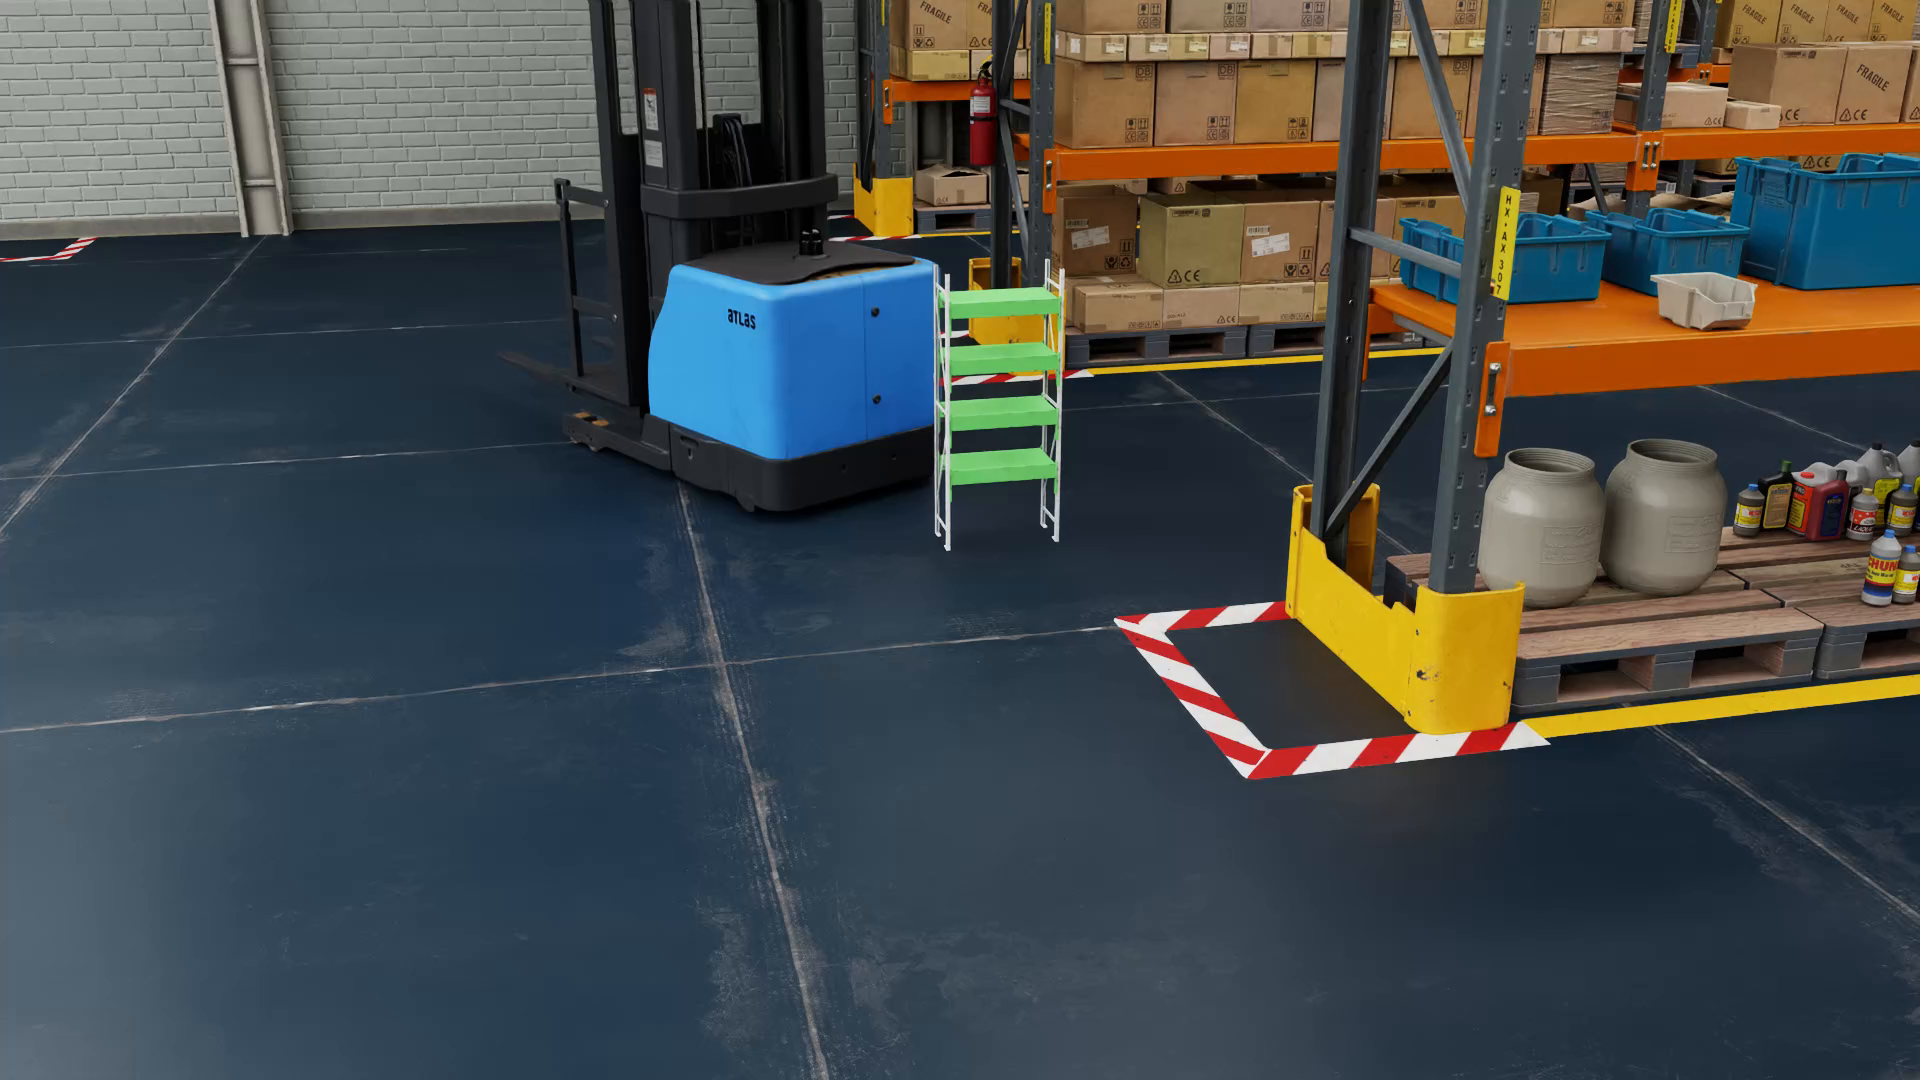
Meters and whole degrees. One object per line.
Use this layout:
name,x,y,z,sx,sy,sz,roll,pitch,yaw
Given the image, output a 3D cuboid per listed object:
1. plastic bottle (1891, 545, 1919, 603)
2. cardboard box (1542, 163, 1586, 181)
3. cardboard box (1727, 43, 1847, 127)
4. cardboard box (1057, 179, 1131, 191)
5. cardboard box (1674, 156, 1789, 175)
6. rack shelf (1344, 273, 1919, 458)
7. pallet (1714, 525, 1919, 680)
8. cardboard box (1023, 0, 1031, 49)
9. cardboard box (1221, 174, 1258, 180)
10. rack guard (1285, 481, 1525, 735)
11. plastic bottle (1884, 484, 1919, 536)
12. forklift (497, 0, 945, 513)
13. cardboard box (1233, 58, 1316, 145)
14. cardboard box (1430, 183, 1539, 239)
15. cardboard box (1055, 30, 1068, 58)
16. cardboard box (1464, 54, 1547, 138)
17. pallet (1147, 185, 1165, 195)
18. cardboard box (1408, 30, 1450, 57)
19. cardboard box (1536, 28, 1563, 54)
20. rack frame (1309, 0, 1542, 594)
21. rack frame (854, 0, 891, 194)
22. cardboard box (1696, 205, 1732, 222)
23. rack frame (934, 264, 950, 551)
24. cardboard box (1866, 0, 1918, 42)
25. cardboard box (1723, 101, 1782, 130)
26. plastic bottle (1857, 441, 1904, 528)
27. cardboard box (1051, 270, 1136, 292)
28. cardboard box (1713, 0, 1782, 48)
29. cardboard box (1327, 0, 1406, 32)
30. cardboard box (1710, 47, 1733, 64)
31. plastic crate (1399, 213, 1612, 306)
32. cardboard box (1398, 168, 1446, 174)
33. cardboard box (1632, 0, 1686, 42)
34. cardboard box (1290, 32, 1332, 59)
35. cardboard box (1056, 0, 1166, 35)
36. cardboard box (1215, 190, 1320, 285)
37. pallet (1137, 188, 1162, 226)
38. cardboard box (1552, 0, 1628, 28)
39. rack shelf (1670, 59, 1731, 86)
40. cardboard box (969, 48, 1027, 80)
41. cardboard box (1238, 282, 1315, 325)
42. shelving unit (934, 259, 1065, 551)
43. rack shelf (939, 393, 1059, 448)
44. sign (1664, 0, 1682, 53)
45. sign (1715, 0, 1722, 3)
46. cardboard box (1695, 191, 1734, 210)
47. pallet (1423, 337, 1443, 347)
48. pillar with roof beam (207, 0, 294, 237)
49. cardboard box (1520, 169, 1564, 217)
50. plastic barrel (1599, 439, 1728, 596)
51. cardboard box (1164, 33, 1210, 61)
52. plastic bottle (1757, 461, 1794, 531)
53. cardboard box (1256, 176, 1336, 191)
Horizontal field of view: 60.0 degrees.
plastic bottle,3.444,0.119,6.058,0.097,0.201,0.097,0,20,0
cardboard box,5.796,-3.847,16.450,0.500,0.500,0.700,-5,21,-13
cardboard box,5.527,-3.060,11.162,0.500,0.500,0.500,-3,20,-9
cardboard box,1.201,-3.401,15.233,0.500,0.500,0.700,-6,21,-16
cardboard box,7.758,-4.093,16.641,0.750,0.750,0.750,-5,21,-13
rack shelf,3.453,-0.762,6.079,4.000,0.370,1.077,-5,21,-12
pallet,3.547,0.189,6.493,1.213,0.211,1.003,-5,21,-12
cardboard box,0.749,-4.560,14.501,0.500,0.500,0.500,-5,21,-14
cardboard box,2.606,-3.398,15.709,0.250,0.166,0.380,-7,21,-20
rack guard,1.570,0.211,6.012,0.348,0.500,1.175,-5,21,-12
plastic bottle,3.811,-0.125,6.724,0.097,0.201,0.097,0,20,0
forklift,-1.424,-1.929,8.319,1.130,2.935,3.031,-17,26,-39
cardboard box,1.823,-2.760,10.342,0.500,0.500,0.700,-5,21,-12
cardboard box,3.373,-2.029,10.789,0.500,0.500,0.500,-5,21,-12
cardboard box,0.699,-3.045,10.178,0.250,0.149,0.380,-5,21,-13
cardboard box,3.321,-2.882,10.676,0.500,0.500,0.700,-5,21,-13
pallet,2.474,-3.200,15.742,1.213,0.211,1.003,-5,21,-12
cardboard box,2.812,-3.074,10.258,0.250,0.149,0.380,-4,21,-11
cardboard box,3.553,-3.134,10.421,0.250,0.149,0.380,-5,21,-14
rack frame,1.507,-0.941,5.523,0.127,3.000,1.000,-5,21,-12
rack frame,-0.773,-4.257,14.576,0.127,3.000,1.000,-5,21,-12
cardboard box,5.211,-2.073,11.184,0.500,0.311,0.500,-5,21,-13
rack frame,-0.076,-0.557,7.091,0.015,1.200,0.240,-5,21,-12
cardboard box,9.044,-5.160,16.434,0.500,0.500,0.500,-4,21,-11
cardboard box,5.173,-2.800,10.962,0.250,0.149,0.380,-5,21,-12
plastic bottle,3.740,-0.232,6.799,0.185,0.351,0.144,-4,20,-10
cardboard box,0.825,-1.647,10.837,0.500,0.250,0.500,-5,21,-12
cardboard box,7.544,-5.039,16.104,0.500,0.500,0.500,-4,21,-11
cardboard box,2.368,-3.416,10.247,0.500,0.500,0.700,-5,21,-12
cardboard box,7.386,-4.731,16.204,0.250,0.149,0.380,-5,21,-13
plastic crate,1.925,-1.011,5.930,0.616,0.251,0.499,-5,21,-12
cardboard box,4.324,-3.728,16.126,0.500,0.500,0.700,-5,21,-14
cardboard box,6.557,-5.104,16.101,0.500,0.500,0.700,-7,21,-19
cardboard box,2.055,-3.013,10.089,0.250,0.149,0.380,-5,21,-13
cardboard box,0.880,-3.293,9.910,0.500,0.500,0.700,-5,21,-12
cardboard box,1.914,-1.910,10.464,0.500,0.500,0.500,-5,21,-12
pallet,1.285,-3.102,15.475,1.213,0.211,1.003,-5,21,-12
cardboard box,3.833,-3.535,10.572,0.500,0.500,0.700,-5,21,-12
rack shelf,8.959,-4.711,16.860,4.000,0.370,1.077,-5,21,-12
cardboard box,0.277,-4.175,14.539,0.500,0.250,0.500,-5,21,-14
cardboard box,1.916,-1.554,10.582,0.500,0.250,0.500,-5,21,-12
shelving unit,0.161,-0.576,7.144,0.503,1.200,0.258,-5,21,-12
rack shelf,0.161,-0.516,7.166,0.480,0.148,0.258,-5,21,-12
sign,4.393,-3.174,10.245,0.005,0.325,0.100,-5,21,-12
sign,7.147,-5.216,15.625,0.005,0.325,0.100,-5,21,-12
cardboard box,5.583,-2.296,11.792,0.500,0.311,0.500,-5,21,-13
pallet,3.480,-1.558,11.260,1.213,0.211,1.003,-5,21,-12
pillar with roof beam,-5.139,-5.503,9.255,0.400,9.000,9.100,-5,21,-12
cardboard box,3.740,-2.242,11.372,0.500,0.500,0.500,-5,21,-12
plastic barrel,2.618,-0.088,6.199,0.421,0.512,0.421,0,20,0
cardboard box,1.302,-2.951,9.921,0.250,0.149,0.380,-5,21,-12
plastic bottle,3.303,-0.180,6.754,0.133,0.283,0.061,-4,21,-11
cardboard box,2.281,-2.123,11.046,0.500,0.500,0.500,-5,21,-12
